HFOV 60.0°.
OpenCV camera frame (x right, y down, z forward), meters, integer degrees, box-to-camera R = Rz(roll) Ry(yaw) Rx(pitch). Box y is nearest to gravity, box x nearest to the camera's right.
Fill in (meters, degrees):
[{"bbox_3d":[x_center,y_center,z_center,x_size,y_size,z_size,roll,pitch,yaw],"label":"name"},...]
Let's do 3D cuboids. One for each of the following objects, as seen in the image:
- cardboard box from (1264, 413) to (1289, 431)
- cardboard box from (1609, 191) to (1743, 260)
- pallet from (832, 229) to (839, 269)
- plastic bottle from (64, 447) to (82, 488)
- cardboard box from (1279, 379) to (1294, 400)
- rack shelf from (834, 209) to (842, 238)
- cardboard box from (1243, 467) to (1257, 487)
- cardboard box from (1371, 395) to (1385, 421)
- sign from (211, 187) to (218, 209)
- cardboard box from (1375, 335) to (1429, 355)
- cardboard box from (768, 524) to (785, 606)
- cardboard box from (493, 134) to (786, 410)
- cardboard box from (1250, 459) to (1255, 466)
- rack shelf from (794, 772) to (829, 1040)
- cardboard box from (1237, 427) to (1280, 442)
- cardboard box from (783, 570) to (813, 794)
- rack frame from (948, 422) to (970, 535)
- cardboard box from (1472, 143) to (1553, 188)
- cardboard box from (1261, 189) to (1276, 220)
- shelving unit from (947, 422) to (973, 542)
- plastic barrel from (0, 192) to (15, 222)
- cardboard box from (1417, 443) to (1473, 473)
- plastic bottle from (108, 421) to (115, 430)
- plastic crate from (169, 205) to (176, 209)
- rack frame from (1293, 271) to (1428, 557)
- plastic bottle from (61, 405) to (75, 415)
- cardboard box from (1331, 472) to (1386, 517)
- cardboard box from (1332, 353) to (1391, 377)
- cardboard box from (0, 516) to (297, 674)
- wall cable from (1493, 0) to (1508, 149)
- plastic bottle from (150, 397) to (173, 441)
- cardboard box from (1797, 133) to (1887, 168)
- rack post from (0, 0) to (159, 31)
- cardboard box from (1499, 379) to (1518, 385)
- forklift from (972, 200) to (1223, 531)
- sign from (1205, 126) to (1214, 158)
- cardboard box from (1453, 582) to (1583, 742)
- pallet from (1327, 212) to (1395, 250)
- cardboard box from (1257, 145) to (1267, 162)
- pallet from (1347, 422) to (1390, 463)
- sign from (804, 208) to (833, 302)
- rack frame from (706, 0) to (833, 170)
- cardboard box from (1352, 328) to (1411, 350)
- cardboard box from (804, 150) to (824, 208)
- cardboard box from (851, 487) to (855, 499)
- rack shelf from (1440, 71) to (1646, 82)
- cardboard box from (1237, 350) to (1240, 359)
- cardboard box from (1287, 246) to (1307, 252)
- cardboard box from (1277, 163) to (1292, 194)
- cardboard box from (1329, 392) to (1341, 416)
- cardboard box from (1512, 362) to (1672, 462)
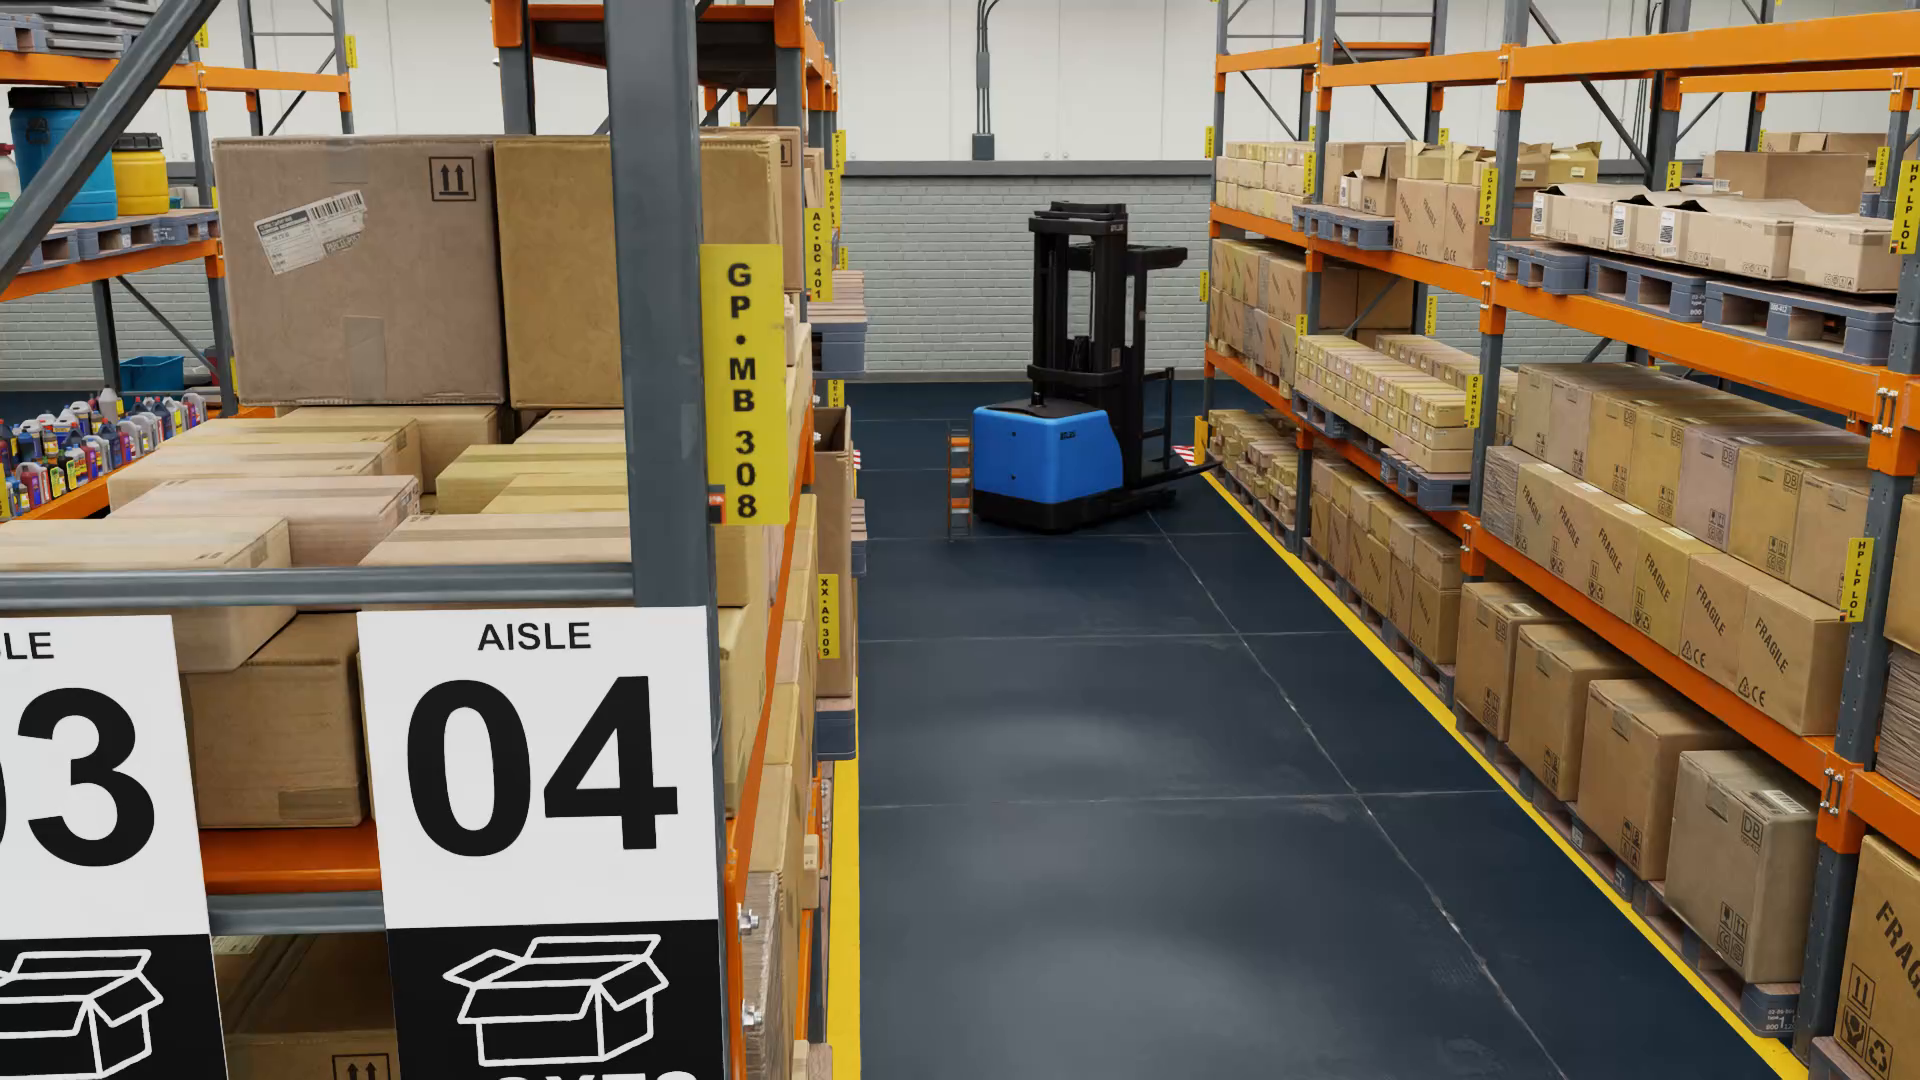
[{"bbox_3d":[3.417,-1.242,17.517,0.380,0.149,0.250,-1,14,-2],"label":"cardboard box"},{"bbox_3d":[3.557,-1.558,8.178,0.500,0.311,0.500,-1,14,-4],"label":"cardboard box"},{"bbox_3d":[-1.381,-1.802,10.368,1.213,0.211,1.003,0,14,-1],"label":"pallet"},{"bbox_3d":[-5.967,-0.490,11.168,0.097,0.271,0.097,0,14,0],"label":"plastic bottle"},{"bbox_3d":[3.045,-1.335,14.701,0.380,0.149,0.250,-1,14,-5],"label":"cardboard box"},{"bbox_3d":[-1.660,-2.877,15.614,1.077,0.370,4.000,-1,14,-3],"label":"rack shelf"},{"bbox_3d":[2.995,-0.625,16.314,0.380,0.149,0.250,-1,14,-3],"label":"cardboard box"},{"bbox_3d":[3.118,-0.930,11.685,0.380,0.149,0.250,-1,14,-4],"label":"cardboard box"},{"bbox_3d":[-5.930,-2.664,13.324,0.100,0.325,0.005,-1,14,-3],"label":"sign"},{"bbox_3d":[3.641,-1.600,13.694,0.380,0.149,0.250,0,14,-1],"label":"cardboard box"},{"bbox_3d":[-0.629,-0.047,3.469,0.500,0.250,0.500,-1,14,-4],"label":"cardboard box"},{"bbox_3d":[-0.615,-0.552,3.332,0.500,0.500,0.500,-1,14,-4],"label":"cardboard box"},{"bbox_3d":[3.090,-0.829,16.511,0.380,0.149,0.250,0,14,-1],"label":"cardboard box"},{"bbox_3d":[-0.916,1.560,4.389,1.077,0.370,4.000,-1,14,-3],"label":"rack shelf"},{"bbox_3d":[2.997,-1.036,16.719,0.380,0.149,0.250,0,14,-1],"label":"cardboard box"},{"bbox_3d":[-0.675,0.393,4.673,0.500,0.500,0.500,-1,14,-3],"label":"cardboard box"},{"bbox_3d":[-0.011,-0.552,15.065,0.200,1.050,0.008,-1,14,-3],"label":"rack frame"},{"bbox_3d":[3.384,-2.301,10.192,0.396,0.266,0.258,-1,14,-3],"label":"cardboard box"},{"bbox_3d":[3.070,-3.076,15.242,0.500,0.250,0.500,-1,14,-4],"label":"cardboard box"},{"bbox_3d":[-0.003,-0.522,14.947,0.215,1.050,0.252,-1,14,-3],"label":"shelving unit"},{"bbox_3d":[-6.068,-2.052,10.433,0.294,0.245,0.294,0,14,0],"label":"plastic barrel"},{"bbox_3d":[3.179,-0.530,10.727,0.380,0.149,0.250,-1,14,-3],"label":"cardboard box"},{"bbox_3d":[-6.179,-0.730,12.102,0.097,0.271,0.097,0,14,0],"label":"plastic bottle"},{"bbox_3d":[-6.807,-2.650,13.712,0.450,0.188,0.662,-1,14,-3],"label":"plastic crate"},{"bbox_3d":[3.421,-1.327,14.165,1.000,3.000,0.127,-1,14,-3],"label":"rack frame"},{"bbox_3d":[-6.828,-0.896,12.746,0.097,0.271,0.097,0,14,0],"label":"plastic bottle"},{"bbox_3d":[3.238,-0.363,13.086,0.500,0.250,0.500,0,14,-2],"label":"cardboard box"},{"bbox_3d":[3.052,-1.333,12.656,0.380,0.149,0.250,-1,14,-4],"label":"cardboard box"},{"bbox_3d":[-1.121,0.071,2.211,0.380,0.149,0.250,-1,14,-3],"label":"cardboard box"},{"bbox_3d":[7.474,-6.739,23.160,0.463,3.000,0.029,-1,14,-3],"label":"wall cable"},{"bbox_3d":[-6.084,-0.906,12.627,0.144,0.351,0.185,-1,14,-3],"label":"plastic bottle"},{"bbox_3d":[8.240,-3.518,15.410,0.797,0.503,0.637,0,14,1],"label":"cardboard box"},{"bbox_3d":[-6.458,-3.858,12.114,0.937,0.300,0.954,-1,14,-4],"label":"rack post"},{"bbox_3d":[3.788,-1.014,11.415,0.380,0.149,0.250,-1,15,-6],"label":"cardboard box"},{"bbox_3d":[1.477,-1.797,16.127,1.130,2.935,3.031,13,19,41],"label":"forklift"},{"bbox_3d":[2.632,-4.190,17.516,0.100,0.325,0.005,-1,14,-3],"label":"sign"},{"bbox_3d":[3.617,0.707,9.933,1.050,0.750,0.750,-1,14,-4],"label":"cardboard box"},{"bbox_3d":[3.420,-2.276,12.209,1.213,0.211,1.003,-1,14,-3],"label":"pallet"},{"bbox_3d":[2.987,-3.600,15.476,0.380,0.149,0.250,-1,14,-4],"label":"cardboard box"},{"bbox_3d":[3.505,-0.731,12.233,1.003,0.211,1.213,-1,14,-3],"label":"pallet"},{"bbox_3d":[-0.499,-1.000,5.834,0.100,0.325,0.005,-1,14,-3],"label":"sign"},{"bbox_3d":[-1.536,-4.181,13.218,1.000,3.000,0.127,-1,14,-3],"label":"rack frame"},{"bbox_3d":[3.642,-1.647,14.609,0.500,0.500,0.500,-1,14,-4],"label":"cardboard box"},{"bbox_3d":[-0.966,-1.782,8.709,0.500,0.500,0.500,-1,14,-4],"label":"cardboard box"},{"bbox_3d":[-1.357,0.151,11.841,1.225,0.875,0.875,-1,14,-3],"label":"cardboard box"},{"bbox_3d":[3.545,-3.288,11.599,0.919,0.124,3.809,-1,14,-3],"label":"rack shelf"},{"bbox_3d":[3.039,-1.922,16.981,0.380,0.149,0.250,0,14,-1],"label":"cardboard box"},{"bbox_3d":[3.522,-2.634,16.438,0.500,0.500,0.500,0,14,-1],"label":"cardboard box"},{"bbox_3d":[3.118,-3.190,14.682,0.500,0.250,0.500,-1,15,-6],"label":"cardboard box"},{"bbox_3d":[3.052,-1.047,12.737,0.380,0.149,0.250,-2,15,-6],"label":"cardboard box"},{"bbox_3d":[3.687,-0.753,9.727,0.700,0.500,0.500,-1,14,-4],"label":"cardboard box"}]
